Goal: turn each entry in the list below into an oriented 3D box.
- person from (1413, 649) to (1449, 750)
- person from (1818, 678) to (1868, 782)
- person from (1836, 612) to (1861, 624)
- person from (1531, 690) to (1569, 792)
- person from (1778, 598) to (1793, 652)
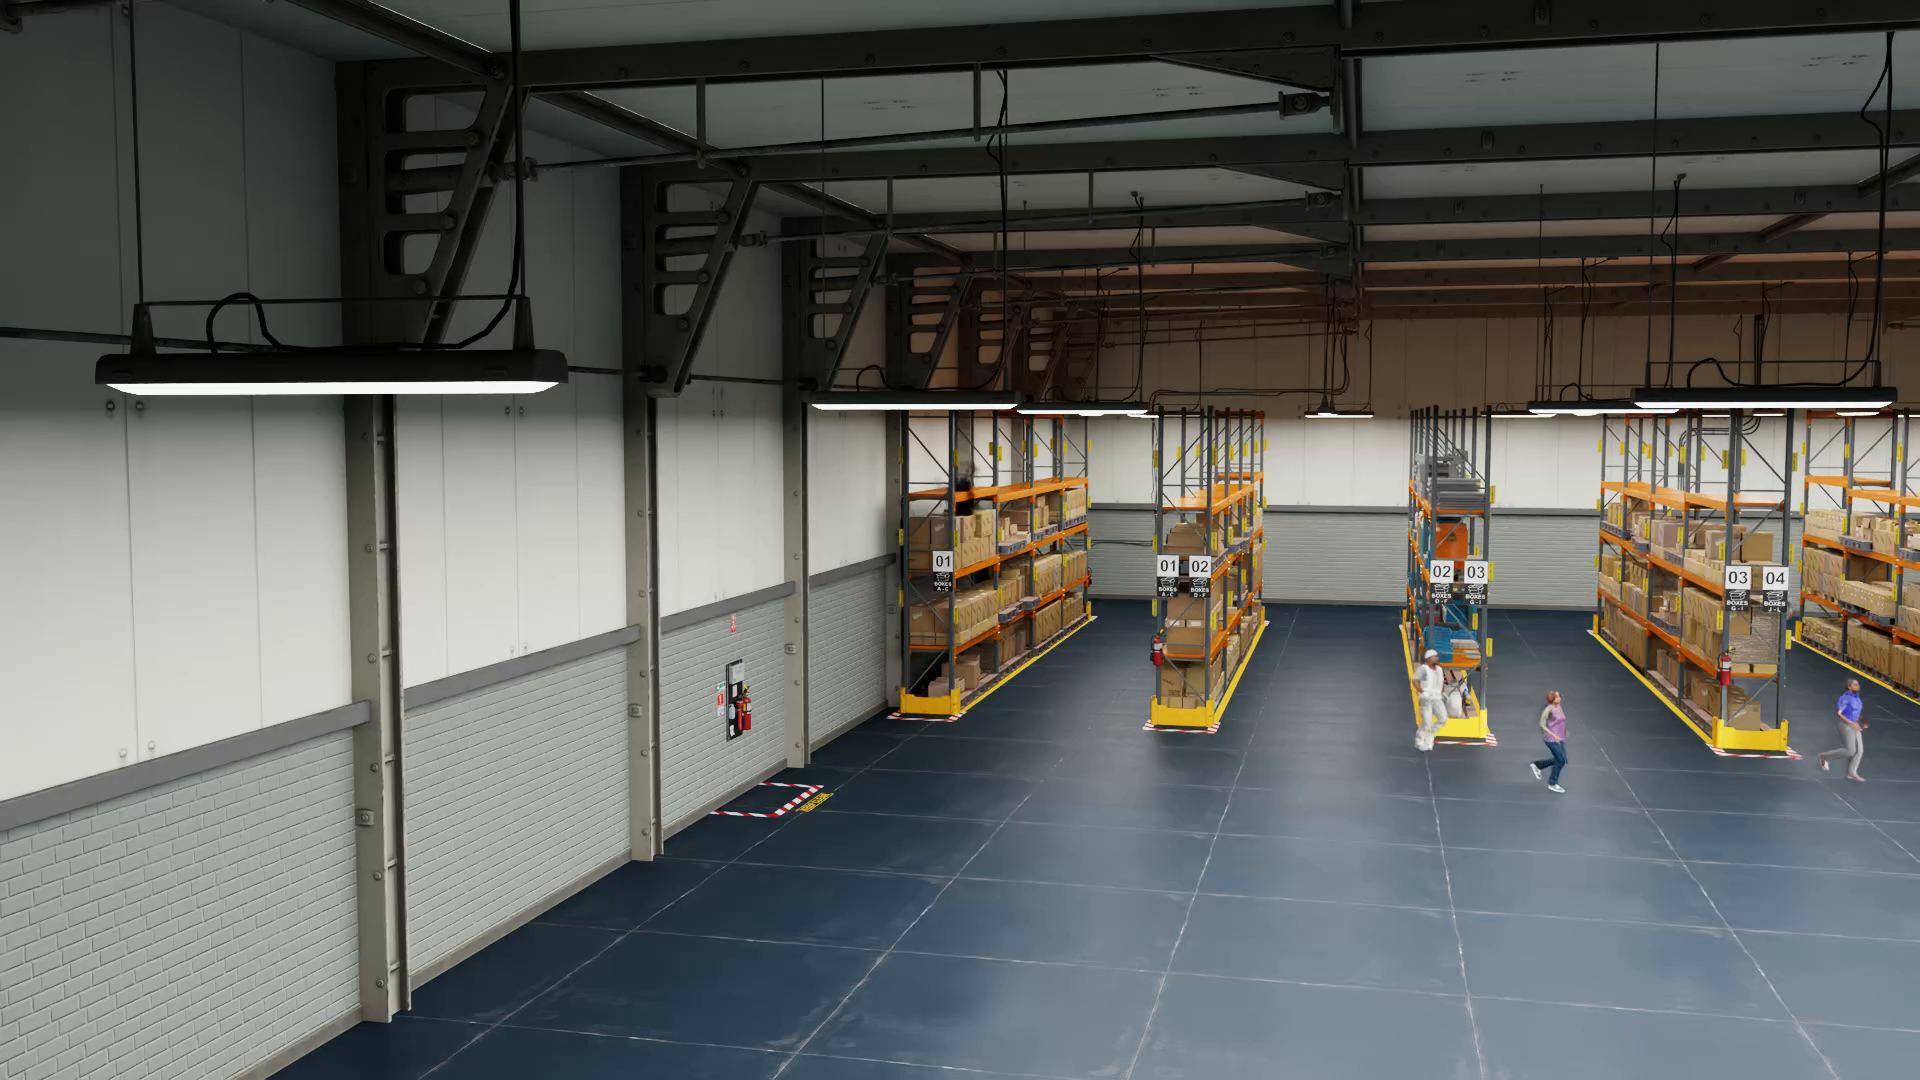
[{"bbox_3d":[8.233,2.782,28.940,0.747,1.728,0.574,-2,4,-24],"label":"person"},{"bbox_3d":[14.188,3.016,26.629,0.582,1.640,0.657,-3,5,-39],"label":"person"},{"bbox_3d":[23.477,1.756,44.078,0.676,1.604,0.785,-2,5,-25],"label":"person"},{"bbox_3d":[9.146,3.102,25.811,0.557,1.573,0.540,4,6,43],"label":"person"},{"bbox_3d":[19.903,1.963,40.455,0.667,1.761,0.735,1,4,17],"label":"person"}]
